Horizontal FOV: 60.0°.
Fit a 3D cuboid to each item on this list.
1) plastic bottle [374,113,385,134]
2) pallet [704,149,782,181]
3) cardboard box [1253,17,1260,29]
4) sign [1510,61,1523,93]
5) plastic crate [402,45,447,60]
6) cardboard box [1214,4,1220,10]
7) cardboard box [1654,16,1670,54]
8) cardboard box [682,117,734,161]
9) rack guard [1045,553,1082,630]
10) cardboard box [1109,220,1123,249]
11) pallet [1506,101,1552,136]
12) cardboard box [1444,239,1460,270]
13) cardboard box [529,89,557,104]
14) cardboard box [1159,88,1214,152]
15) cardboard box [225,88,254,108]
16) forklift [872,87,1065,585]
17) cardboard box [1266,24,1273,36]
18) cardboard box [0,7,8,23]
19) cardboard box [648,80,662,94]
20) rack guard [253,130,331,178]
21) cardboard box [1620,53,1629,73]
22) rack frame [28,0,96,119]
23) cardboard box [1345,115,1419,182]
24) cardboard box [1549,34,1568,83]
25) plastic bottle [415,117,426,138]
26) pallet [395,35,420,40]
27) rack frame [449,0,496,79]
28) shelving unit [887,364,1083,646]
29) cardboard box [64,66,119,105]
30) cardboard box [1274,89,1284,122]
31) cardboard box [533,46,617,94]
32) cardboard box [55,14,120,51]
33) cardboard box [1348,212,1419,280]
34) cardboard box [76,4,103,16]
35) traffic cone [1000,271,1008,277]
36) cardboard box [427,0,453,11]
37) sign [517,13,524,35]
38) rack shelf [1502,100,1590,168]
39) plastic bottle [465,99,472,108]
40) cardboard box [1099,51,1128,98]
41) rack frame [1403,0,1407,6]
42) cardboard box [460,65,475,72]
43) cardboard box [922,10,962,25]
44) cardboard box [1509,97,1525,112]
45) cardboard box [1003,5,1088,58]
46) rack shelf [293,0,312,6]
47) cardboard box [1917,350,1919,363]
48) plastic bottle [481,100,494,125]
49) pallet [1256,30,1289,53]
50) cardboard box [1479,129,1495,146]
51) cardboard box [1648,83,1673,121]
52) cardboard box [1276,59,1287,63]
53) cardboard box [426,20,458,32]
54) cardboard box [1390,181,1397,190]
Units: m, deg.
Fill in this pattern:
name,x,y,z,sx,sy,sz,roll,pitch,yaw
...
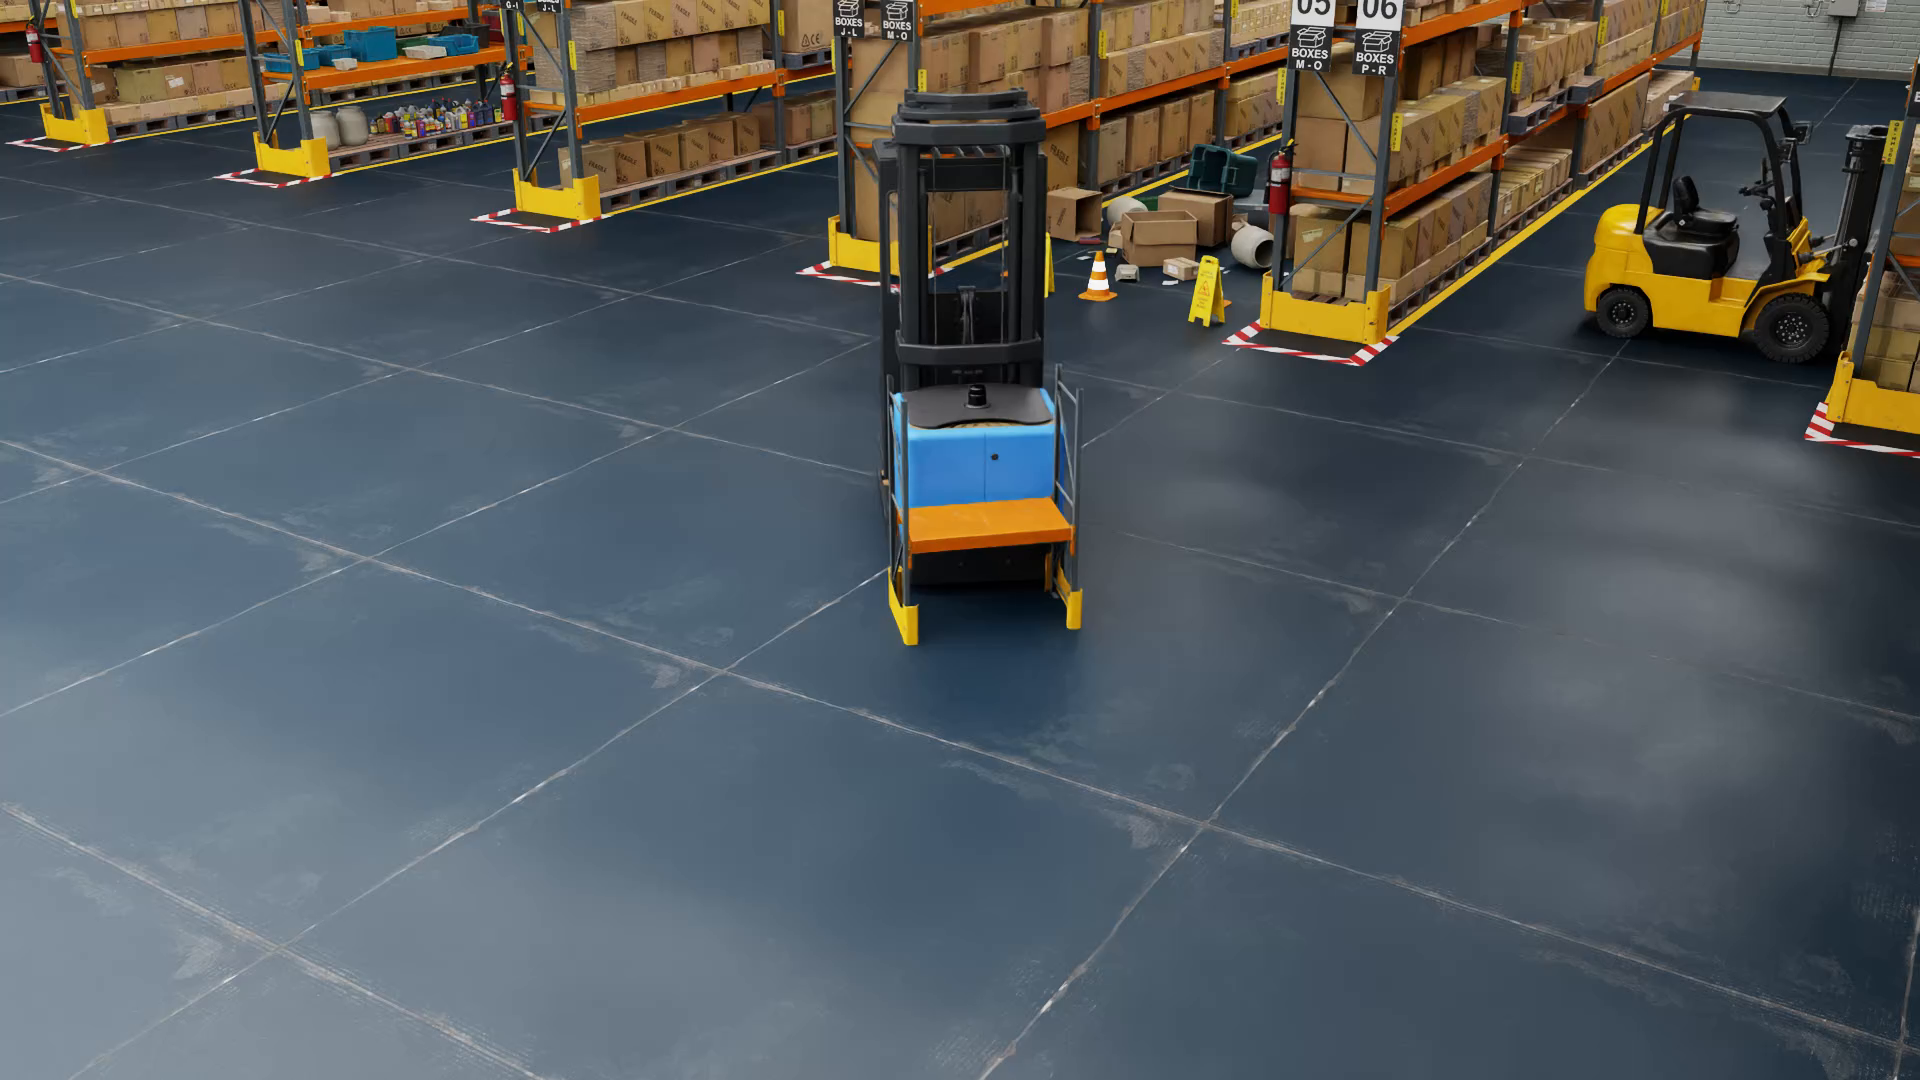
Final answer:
name,x,y,z,sx,sy,sz,roll,pitch,yaw
plastic bottle,-8.581,-6.160,24.569,0.061,0.283,0.133,15,27,30
pallet,-3.230,-5.248,23.107,1.003,0.211,1.213,14,27,29
cardboard box,4.203,-7.641,24.538,0.380,0.149,0.250,14,27,29
sign,5.979,-4.971,17.868,0.100,0.325,0.005,14,27,29
plastic crate,-7.755,-7.077,24.155,0.530,0.136,0.437,14,27,29
cardboard box,3.644,-7.914,24.793,0.380,0.149,0.250,15,27,30
cardboard box,10.204,-7.534,24.753,0.500,0.500,0.500,15,28,31
cardboard box,-3.446,-5.486,22.764,0.500,0.500,0.500,-18,29,-36
rack guard,0.634,0.311,10.216,0.087,0.250,0.587,-5,24,-11
cardboard box,1.913,-3.467,18.925,0.396,0.266,0.258,20,30,38
pallet,6.040,-4.824,18.860,1.003,0.211,1.213,14,27,29
cardboard box,4.886,-3.007,17.354,0.500,0.250,0.500,14,27,30
cardboard box,-5.040,-5.436,20.347,0.380,0.149,0.250,14,27,29
cardboard box,2.967,-6.012,23.665,1.050,0.750,0.750,13,27,28
cardboard box,-11.902,-7.229,27.105,0.500,0.250,0.500,14,27,29
forklift,-0.010,-1.615,11.291,1.130,2.935,3.031,-2,24,-6
cardboard box,4.470,-7.672,24.985,0.380,0.149,0.250,14,27,30
cardboard box,-16.577,-8.913,28.227,0.500,0.250,0.500,13,27,28
cardboard box,-4.009,-5.766,21.109,0.380,0.149,0.250,14,27,29
rack guard,-9.223,-5.338,22.951,1.175,0.500,0.348,14,27,29
cardboard box,8.890,-6.599,22.906,0.500,0.250,0.500,14,27,29
rack frame,-13.429,-7.489,24.773,1.000,3.000,0.127,14,27,29
cardboard box,3.889,-3.619,15.334,0.500,0.500,0.500,13,27,28
cardboard box,6.803,-5.667,19.536,0.500,0.500,0.500,13,26,27
plastic bottle,-7.867,-6.024,24.255,0.061,0.283,0.133,14,27,30
pallet,-12.296,-10.607,35.485,1.003,0.211,1.213,14,27,29
rack frame,-9.210,-10.189,31.010,1.000,3.000,0.127,14,27,29
shelving unit,4.067,-3.209,16.398,11.704,1.800,13.019,-5,24,-11
cardboard box,-13.399,-7.007,25.649,0.500,0.500,0.500,14,27,29
cardboard box,4.753,-6.786,25.767,0.500,0.500,0.500,13,27,28
cardboard box,-4.702,-5.774,20.312,0.875,0.500,0.500,14,27,29
cardboard box,-13.172,-7.690,25.111,0.700,0.500,0.500,14,27,29
cardboard box,4.076,-2.832,16.005,0.500,0.500,0.500,13,27,27
cardboard box,-13.040,-7.920,24.826,0.380,0.149,0.250,14,27,29
traffic cone,0.632,-3.056,17.726,0.336,0.463,0.334,14,27,29
cardboard box,-9.449,-9.712,30.225,0.380,0.149,0.250,14,27,29
sign,-6.652,-7.808,25.161,0.100,0.325,0.005,14,27,29
rack shelf,6.569,-5.030,19.998,1.077,0.370,4.000,14,27,29
plastic bottle,-7.654,-6.734,25.910,0.097,0.271,0.097,0,23,0
cardboard box,1.761,-5.855,20.874,0.500,0.500,0.500,14,27,30
rack frame,3.404,-6.088,13.986,1.000,3.000,0.127,14,27,29
cardboard box,-9.280,-8.891,30.945,0.500,0.250,0.500,15,27,30
cardboard box,-0.308,-8.265,26.439,0.500,0.500,0.500,15,27,30
cardboard box,6.074,-4.883,18.541,0.380,0.149,0.250,14,27,30
cardboard box,1.031,-6.135,20.098,0.875,0.550,0.550,14,27,29
rack shelf,-14.475,-10.221,31.989,1.077,0.370,4.000,14,27,29
cardboard box,8.047,-1.571,13.407,0.500,0.250,0.500,14,27,30
plastic bottle,-7.208,-6.508,25.288,0.144,0.351,0.185,13,27,28
pallet,4.374,-7.627,25.334,1.003,0.211,1.213,14,27,29
cardboard box,5.477,-4.312,17.750,0.380,0.149,0.250,15,27,30
cardboard box,10.628,-6.894,26.095,0.875,0.438,0.875,13,27,27
cardboard box,5.297,-7.474,26.412,0.500,0.250,0.500,13,27,28
cardboard box,-11.542,-11.535,36.298,0.750,0.750,0.750,14,27,30
cardboard box,3.880,-3.379,15.596,0.380,0.149,0.250,14,27,30
